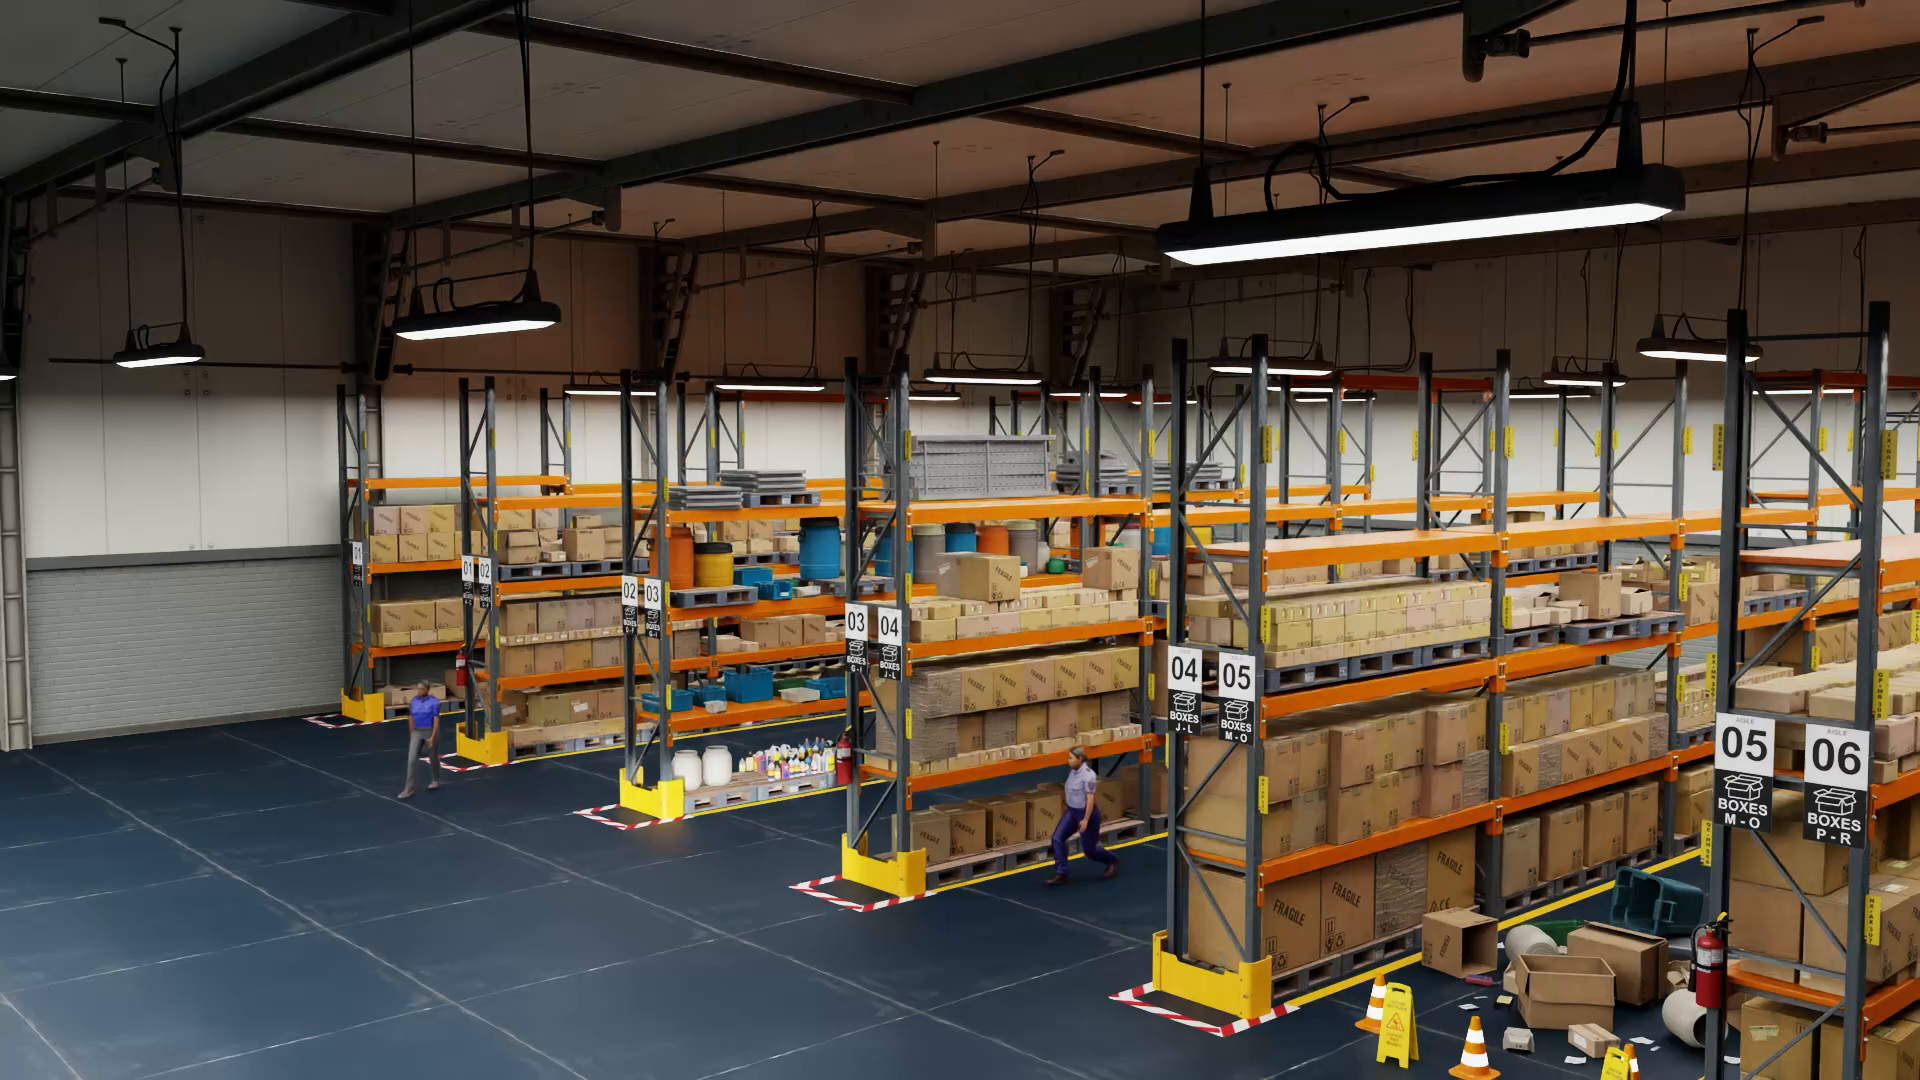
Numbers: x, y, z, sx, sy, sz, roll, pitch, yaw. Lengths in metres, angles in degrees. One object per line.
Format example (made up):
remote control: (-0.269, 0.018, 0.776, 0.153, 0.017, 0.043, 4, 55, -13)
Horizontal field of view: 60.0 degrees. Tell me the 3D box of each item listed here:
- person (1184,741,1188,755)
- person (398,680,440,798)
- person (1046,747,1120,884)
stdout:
person: (3.389, 2.640, 24.832, 0.919, 1.733, 0.554, -2, 4, -30)
person: (-7.648, 2.783, 23.635, 0.500, 1.612, 0.906, 0, 4, -5)
person: (1.394, 3.136, 19.086, 0.965, 1.524, 0.469, -3, 5, -35)
